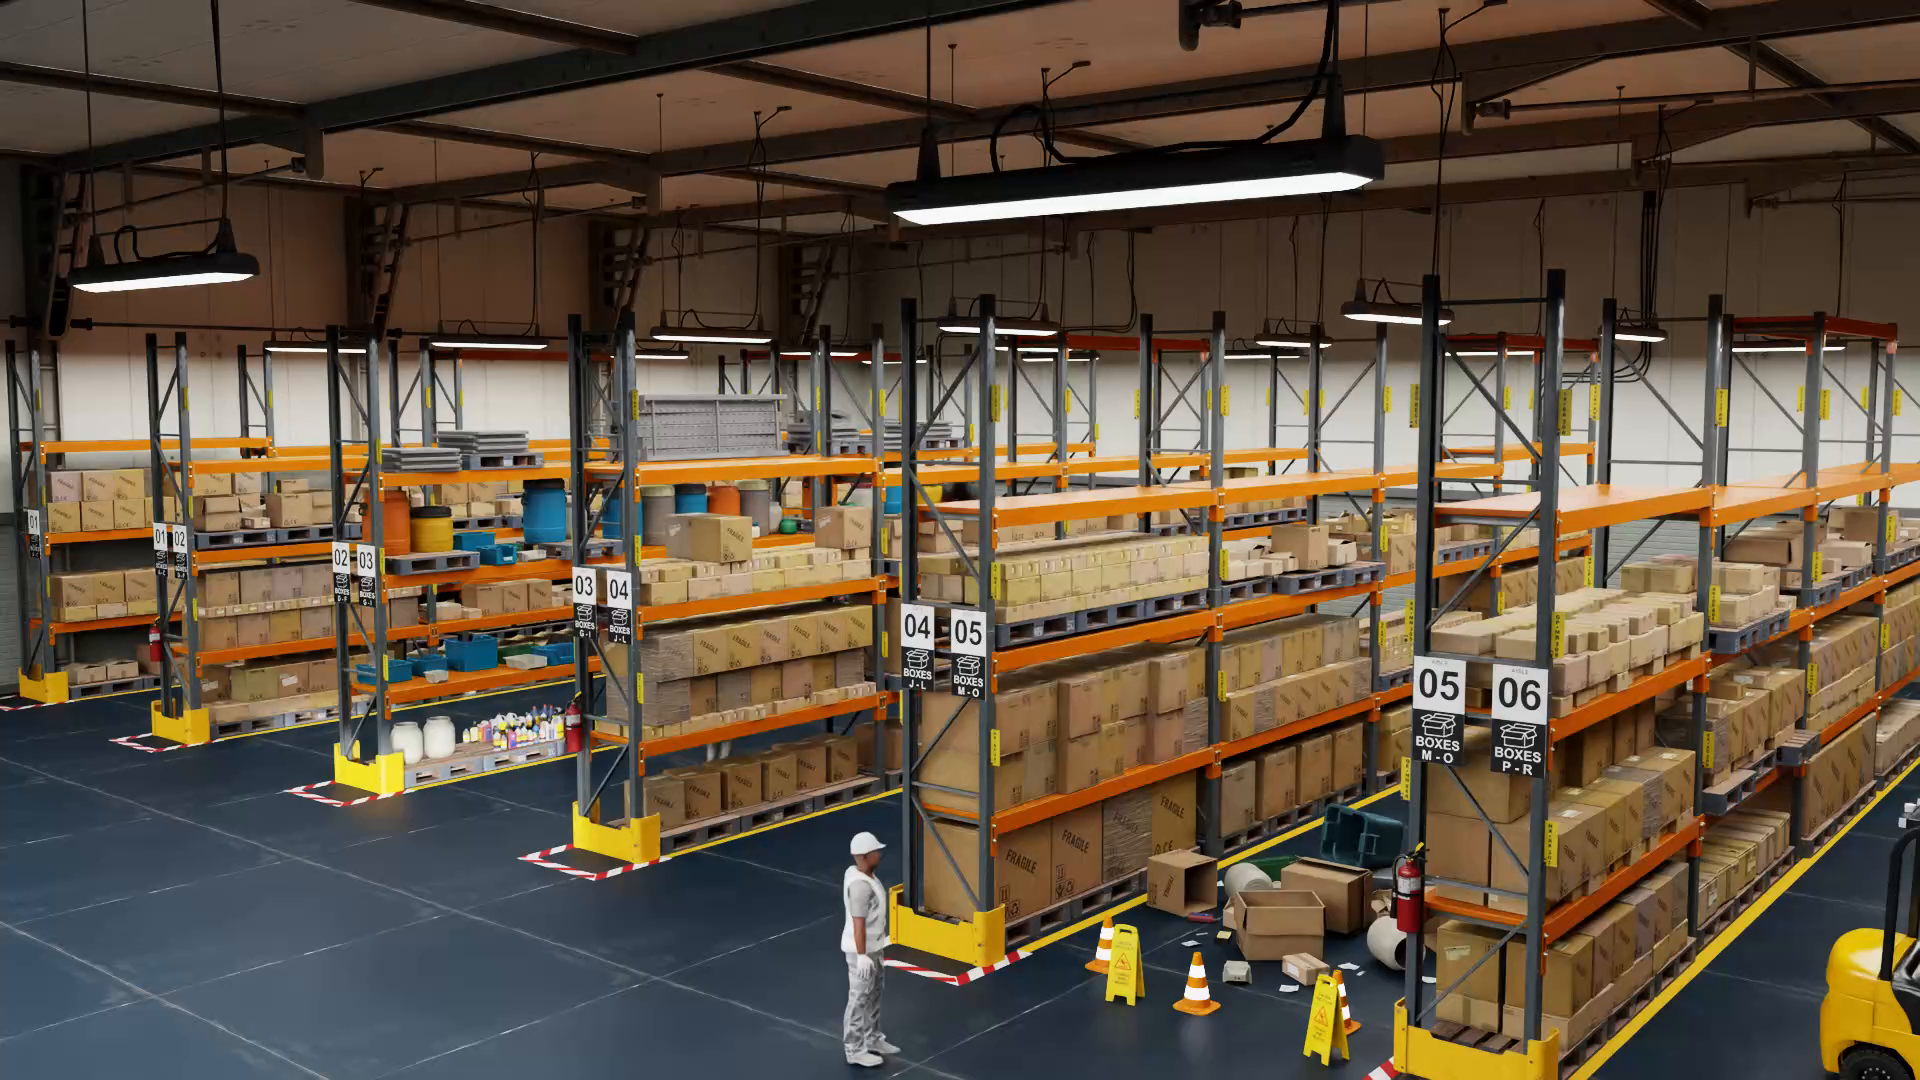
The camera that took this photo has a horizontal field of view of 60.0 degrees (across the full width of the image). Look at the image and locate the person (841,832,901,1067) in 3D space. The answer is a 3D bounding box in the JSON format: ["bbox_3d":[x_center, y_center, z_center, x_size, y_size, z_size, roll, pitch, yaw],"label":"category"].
[{"bbox_3d":[-0.684,3.148,12.765,0.446,1.822,0.619,0,5,2],"label":"person"}]

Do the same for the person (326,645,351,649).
[{"bbox_3d":[-10.710,1.779,28.667,0.539,1.654,0.413,-2,6,-24],"label":"person"}]

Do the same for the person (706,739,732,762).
[{"bbox_3d":[-3.198,2.411,21.871,0.510,1.707,0.621,0,5,4],"label":"person"}]
